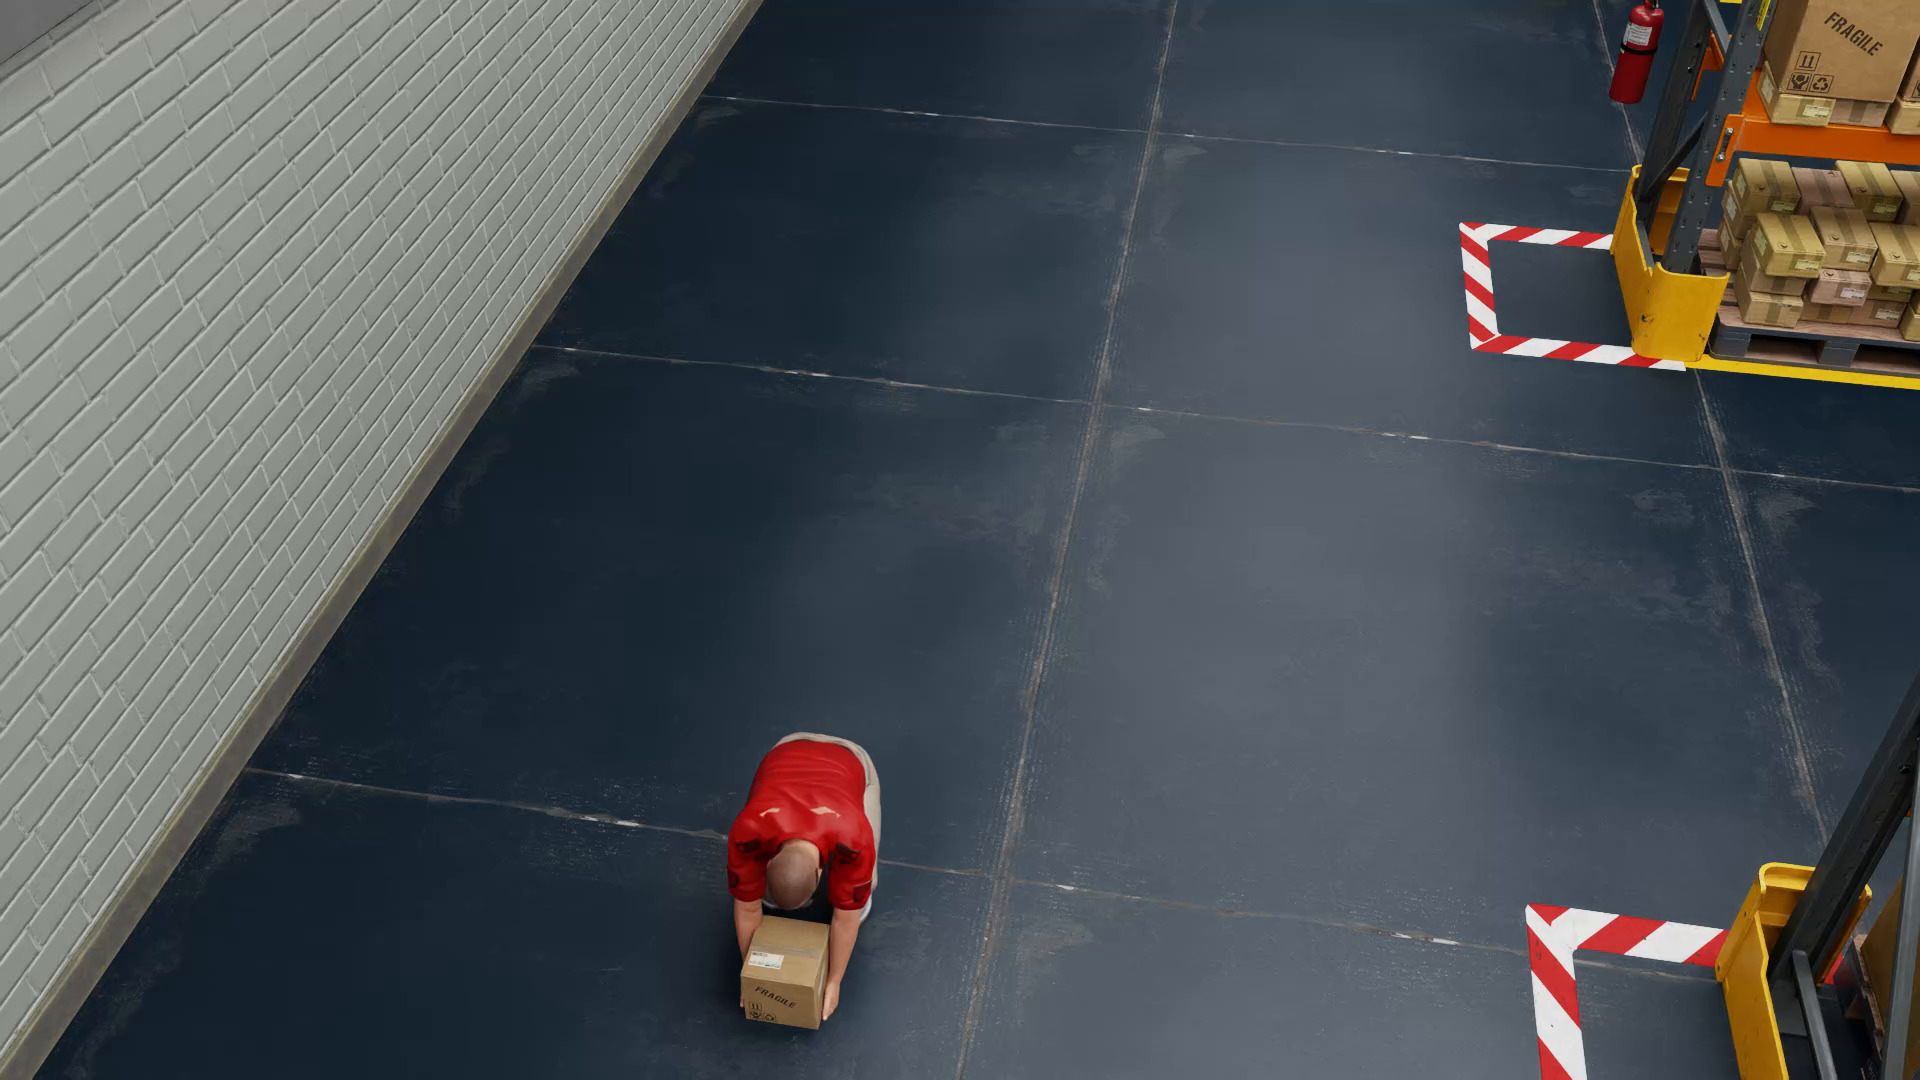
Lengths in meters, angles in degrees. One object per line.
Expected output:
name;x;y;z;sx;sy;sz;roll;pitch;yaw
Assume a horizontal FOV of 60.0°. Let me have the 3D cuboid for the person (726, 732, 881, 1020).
person;-0.524;1.081;5.698;0.537;0.860;0.894;6;41;7
